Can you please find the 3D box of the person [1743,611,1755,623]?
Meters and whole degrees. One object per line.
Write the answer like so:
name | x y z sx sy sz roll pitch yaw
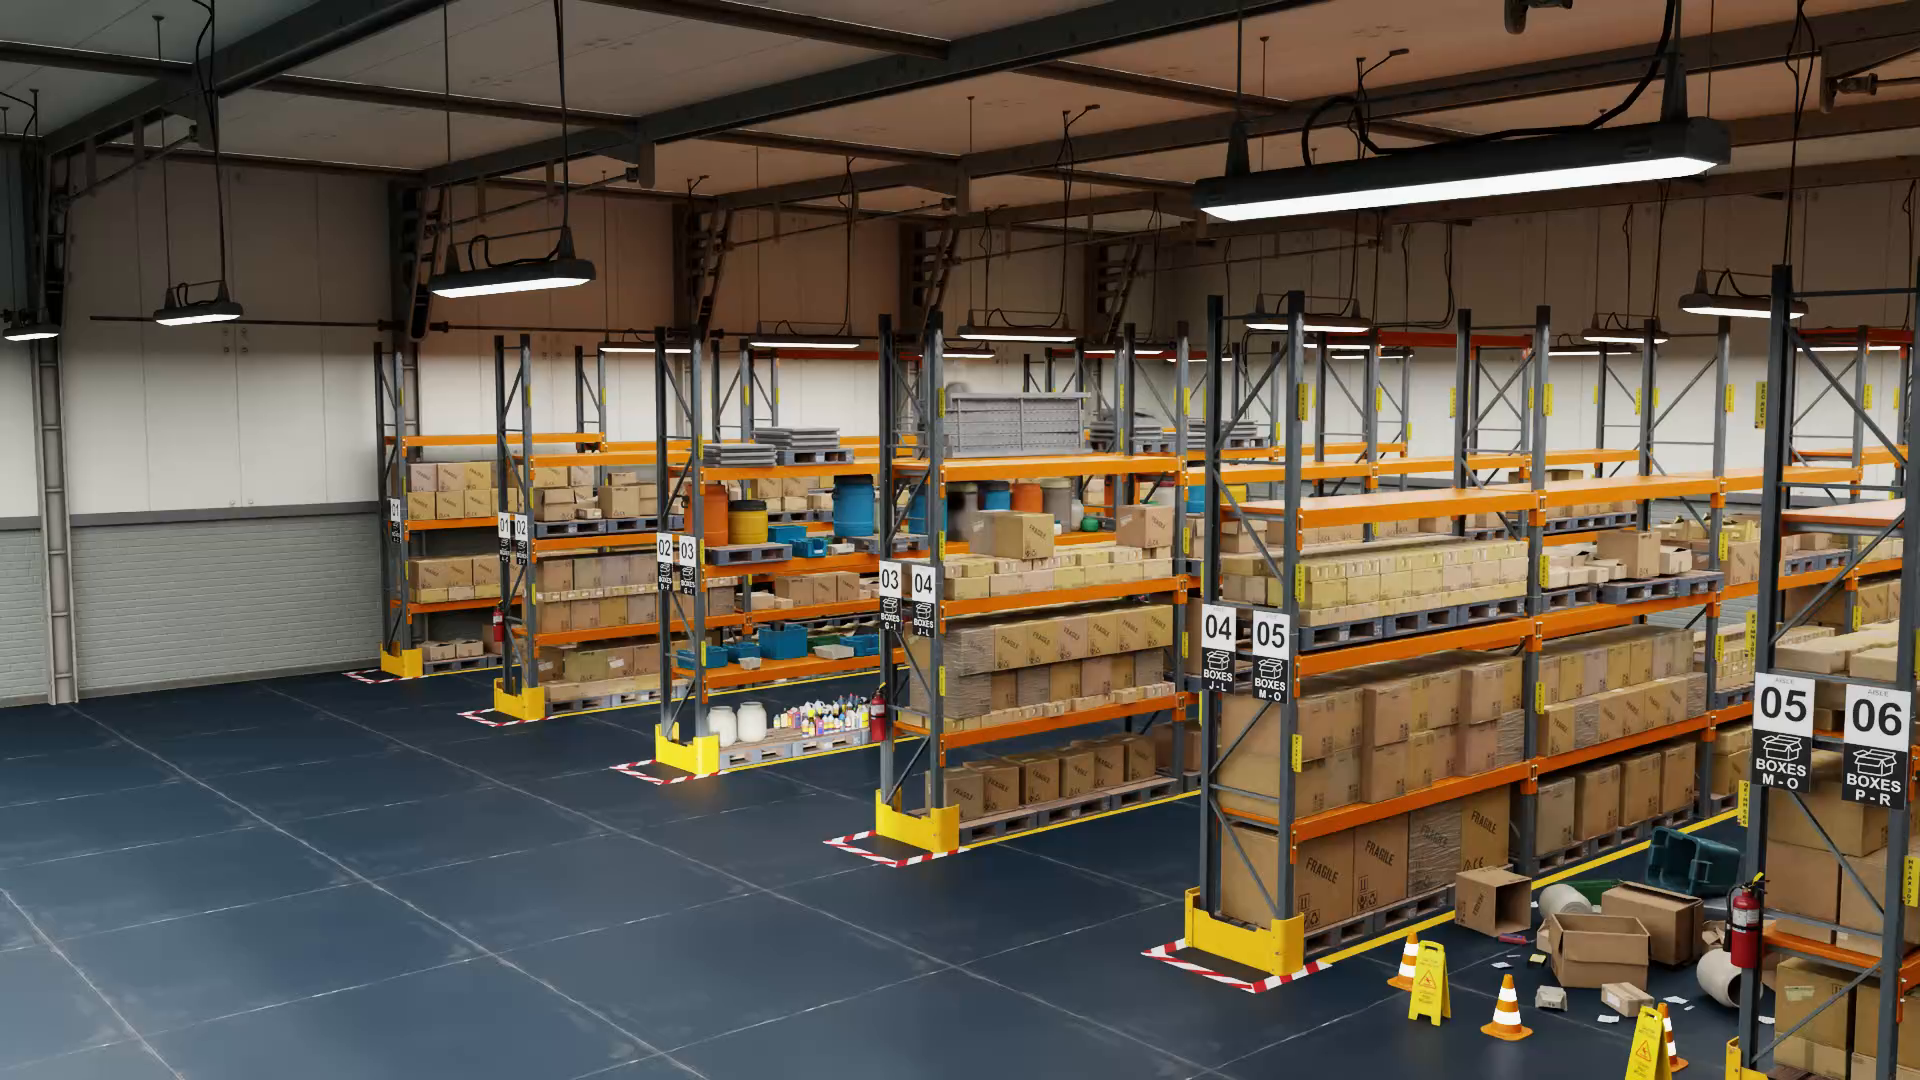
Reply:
person | 12.225 1.999 25.744 0.673 1.668 0.700 -3 6 -27
